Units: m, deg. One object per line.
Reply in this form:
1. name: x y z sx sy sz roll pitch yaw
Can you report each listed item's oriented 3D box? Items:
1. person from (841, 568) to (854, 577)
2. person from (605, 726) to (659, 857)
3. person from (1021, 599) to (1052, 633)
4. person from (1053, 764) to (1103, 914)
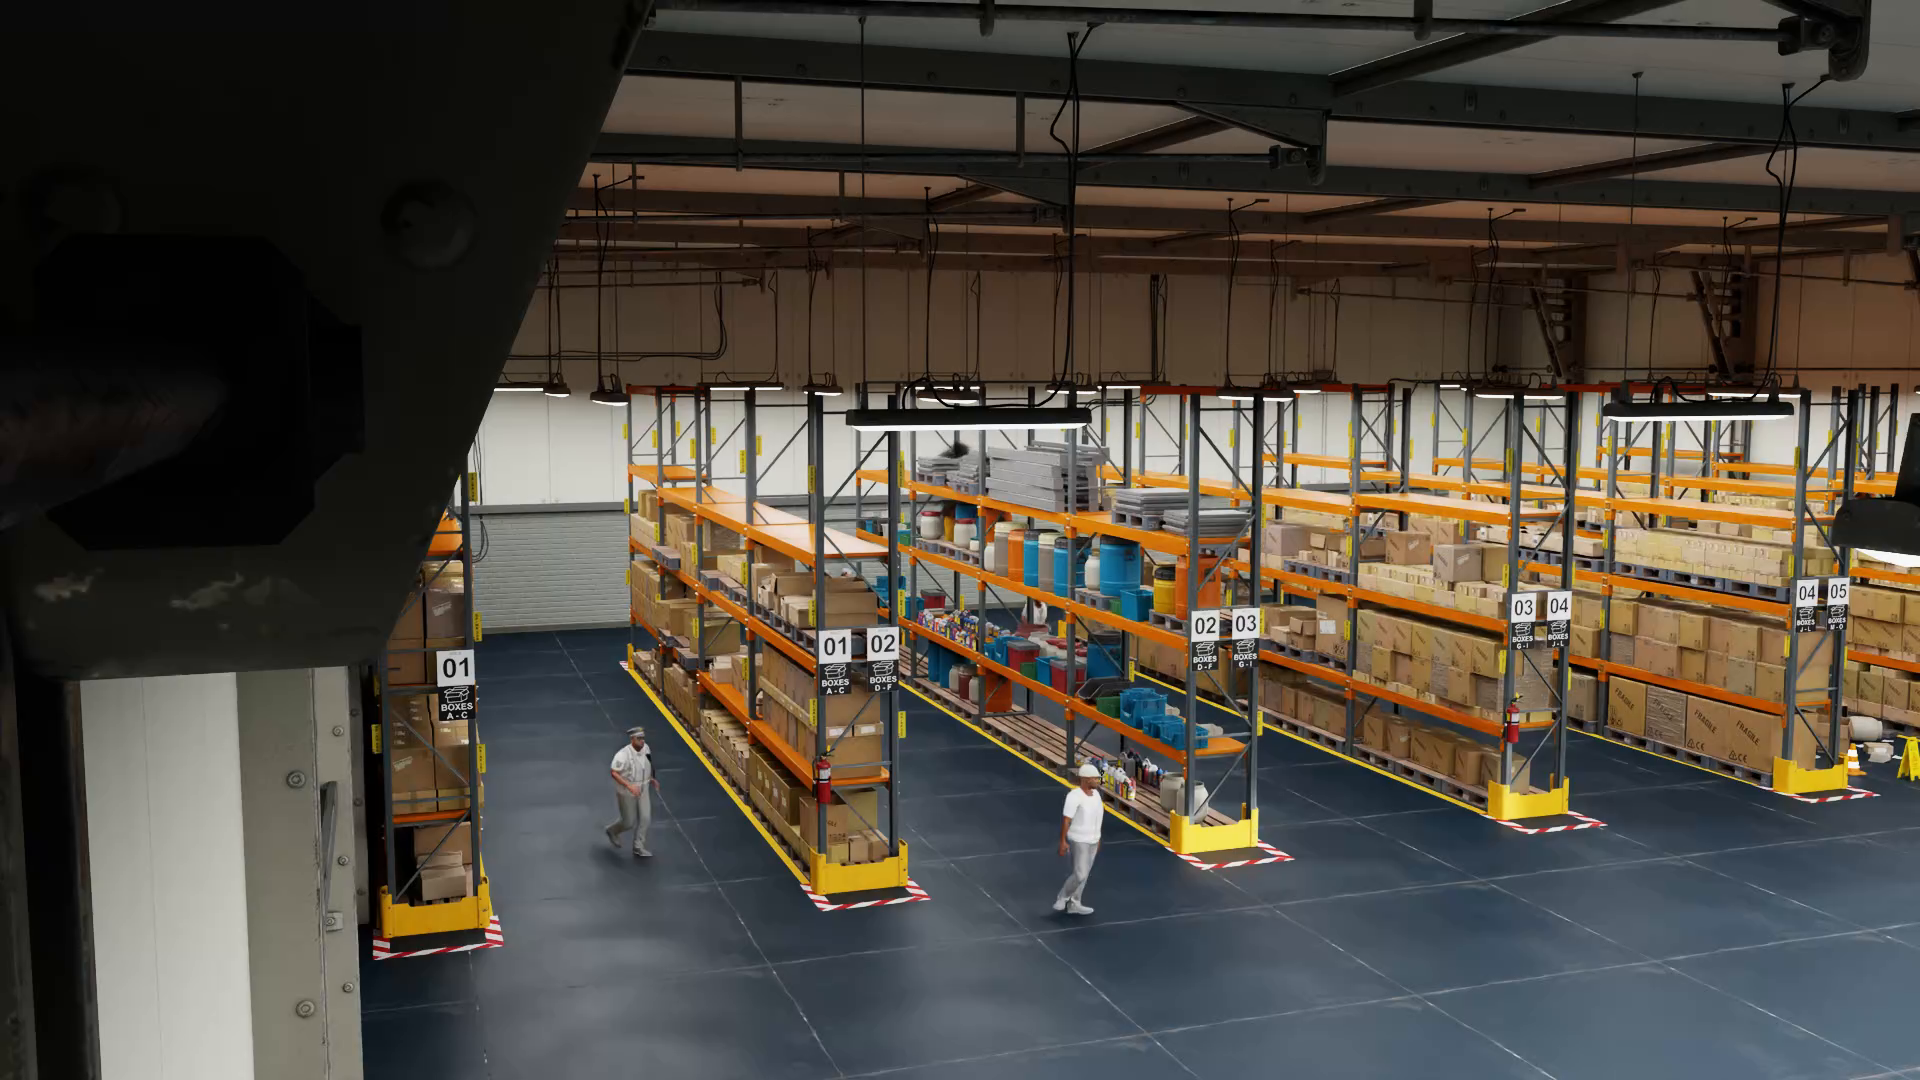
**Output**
1. person: -2.710 1.476 39.288 0.841 1.661 0.632 0 6 2
2. person: -4.322 3.245 21.684 0.769 1.731 0.667 5 8 41
3. person: 1.537 1.896 34.776 0.684 1.729 0.705 -4 7 -31
4. person: 1.388 3.469 19.242 0.429 1.756 0.668 5 8 39
